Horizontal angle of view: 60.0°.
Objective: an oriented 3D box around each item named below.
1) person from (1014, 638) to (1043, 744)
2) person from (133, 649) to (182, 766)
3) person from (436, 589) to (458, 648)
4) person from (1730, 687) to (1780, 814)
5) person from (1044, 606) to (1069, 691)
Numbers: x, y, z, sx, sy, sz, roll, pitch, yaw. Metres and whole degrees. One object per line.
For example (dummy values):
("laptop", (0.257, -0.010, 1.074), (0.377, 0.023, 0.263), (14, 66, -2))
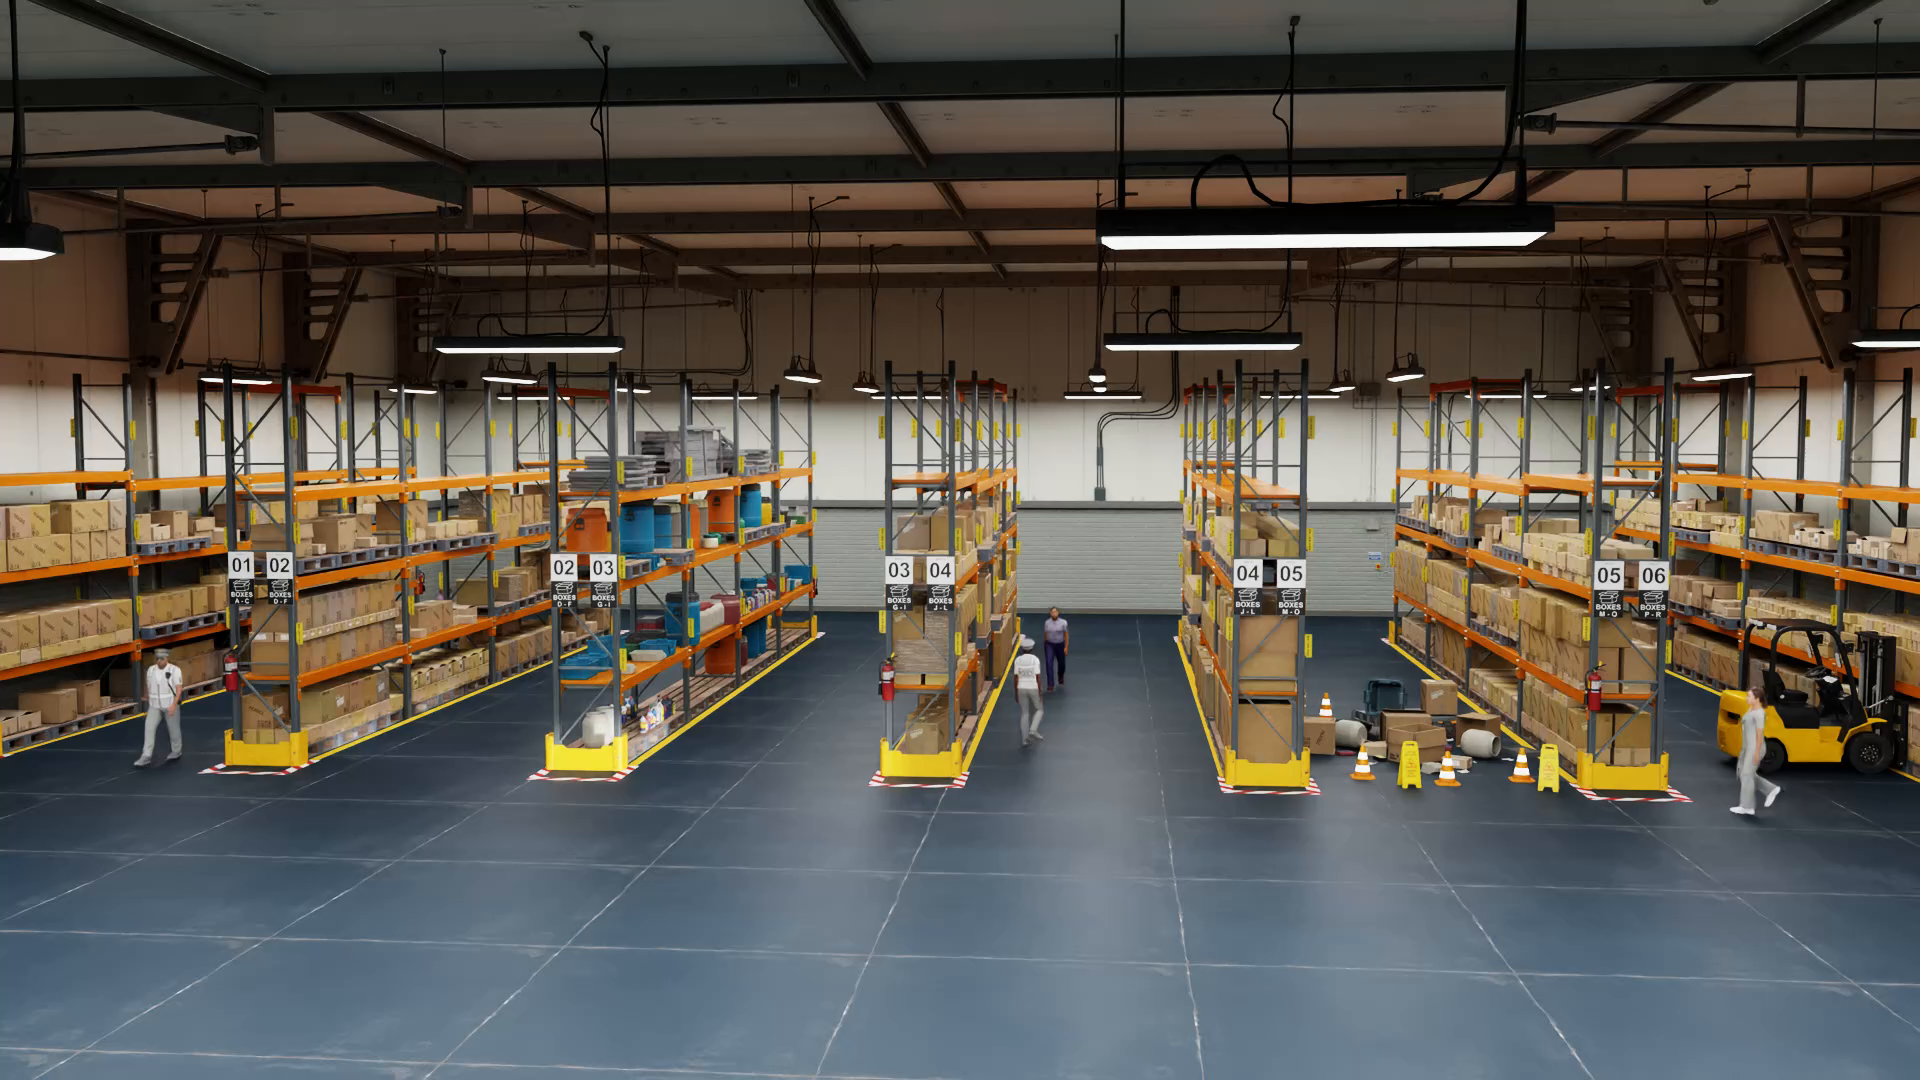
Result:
("person", (1.095, 2.413, 26.511), (0.507, 1.679, 0.456), (1, 4, 16))
("person", (-11.993, 2.480, 24.959), (0.583, 1.713, 0.951), (-1, 4, -10))
("person", (-11.478, 1.761, 37.209), (0.419, 1.562, 0.768), (0, 4, 3))
("person", (10.380, 2.735, 21.638), (0.663, 1.654, 0.456), (0, 4, 4))
("person", (1.864, 2.071, 32.168), (0.485, 1.602, 0.857), (0, 4, 4))
